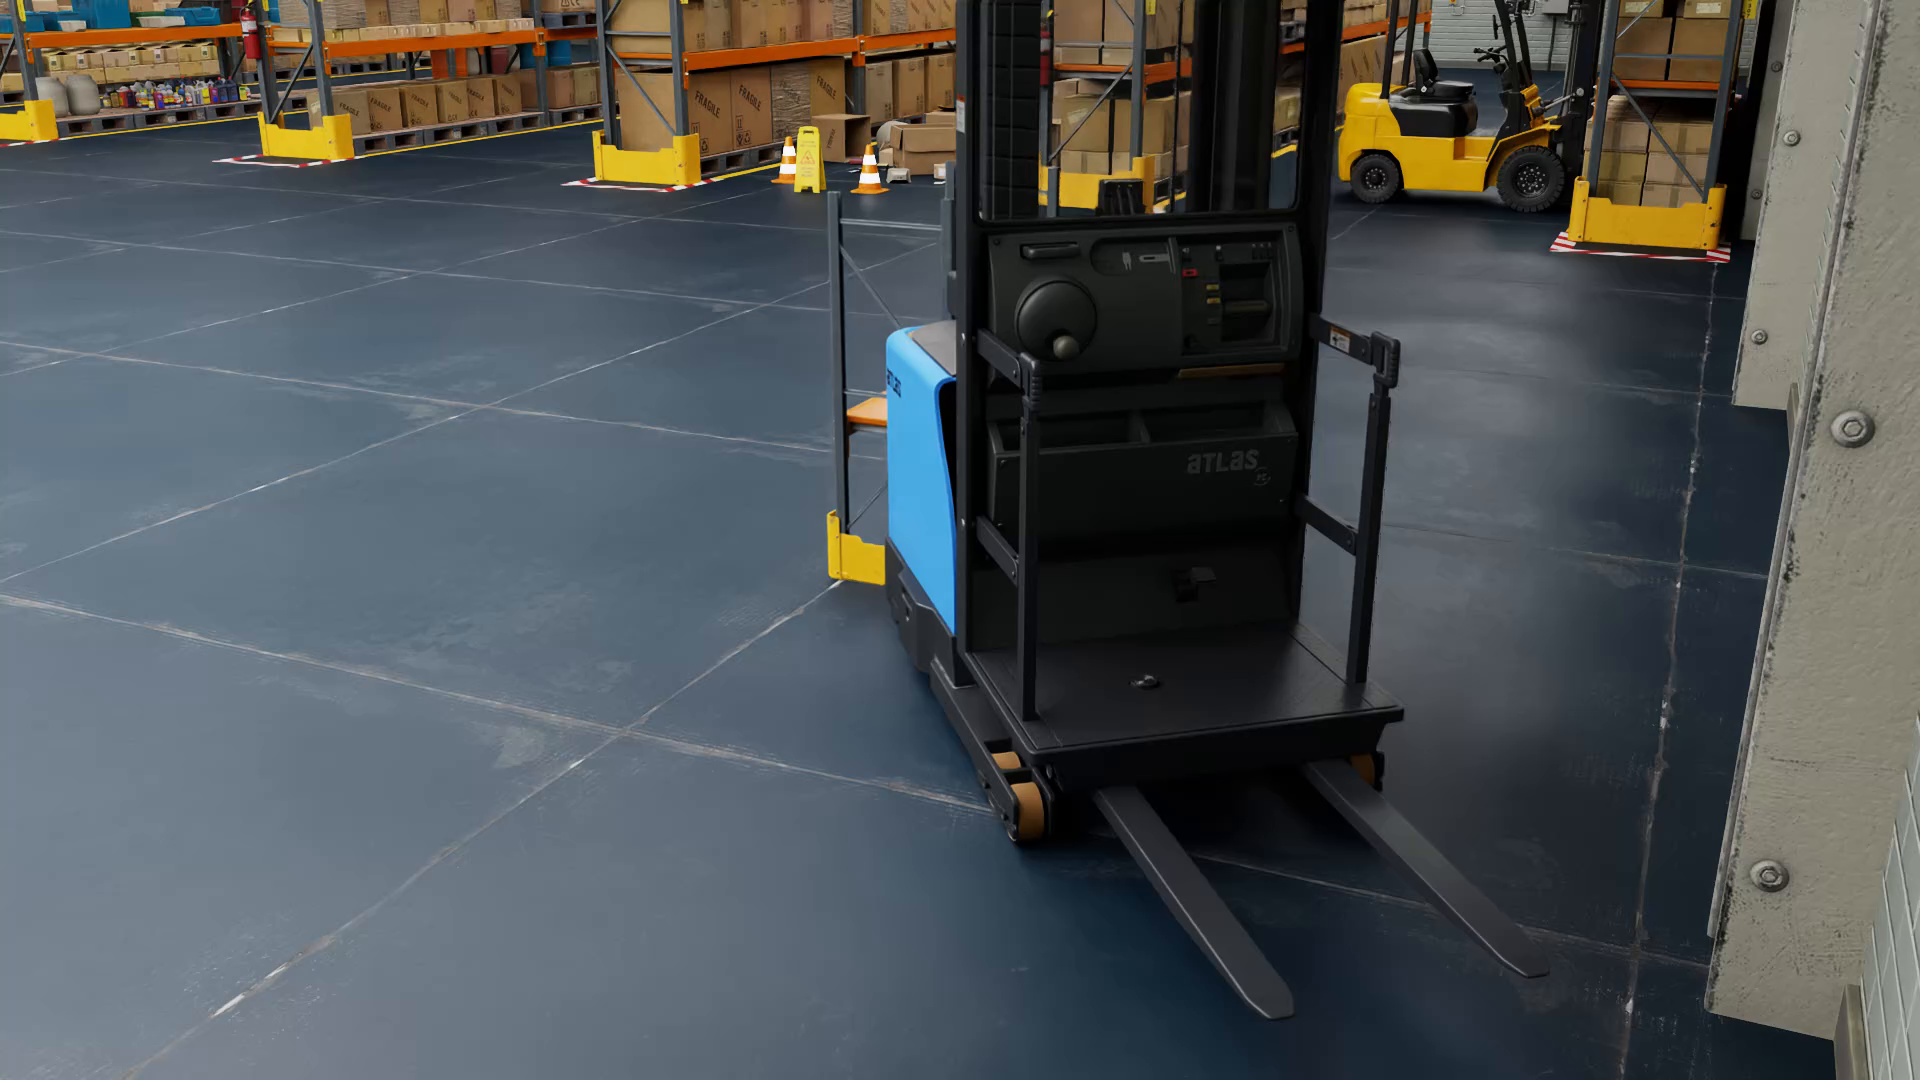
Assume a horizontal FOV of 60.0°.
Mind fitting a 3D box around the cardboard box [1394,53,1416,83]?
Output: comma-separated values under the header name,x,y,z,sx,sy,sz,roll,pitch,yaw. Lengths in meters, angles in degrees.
name,x,y,z,sx,sy,sz,roll,pitch,yaw
cardboard box,7.241,-7.999,28.181,0.875,0.438,0.875,9,22,24

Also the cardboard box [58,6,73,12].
name,x,y,z,sx,sy,sz,roll,pitch,yaw
cardboard box,-14.655,-8.681,27.277,0.380,0.149,0.250,9,21,23

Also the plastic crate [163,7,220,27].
name,x,y,z,sx,sy,sz,roll,pitch,yaw
plastic crate,-10.892,-7.430,23.606,0.499,0.251,0.616,9,21,23

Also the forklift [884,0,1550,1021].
name,x,y,z,sx,sy,sz,roll,pitch,yaw
forklift,0.590,-0.686,4.524,1.130,2.935,3.031,-5,20,-14

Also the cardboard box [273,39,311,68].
name,x,y,z,sx,sy,sz,roll,pitch,yaw
cardboard box,-12.700,-9.222,31.497,0.500,0.500,0.500,8,21,22

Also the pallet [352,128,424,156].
name,x,y,z,sx,sy,sz,roll,pitch,yaw
pallet,-7.410,-4.926,20.505,1.003,0.211,1.213,9,21,23

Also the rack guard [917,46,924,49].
name,x,y,z,sx,sy,sz,roll,pitch,yaw
rack guard,-1.244,-9.694,33.481,1.175,0.500,0.348,9,21,23

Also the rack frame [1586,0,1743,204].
name,x,y,z,sx,sy,sz,roll,pitch,yaw
rack frame,5.765,-3.933,13.553,1.000,3.000,0.127,9,21,23

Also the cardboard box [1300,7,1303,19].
name,x,y,z,sx,sy,sz,roll,pitch,yaw
cardboard box,4.029,-6.521,20.578,0.380,0.149,0.250,8,21,21

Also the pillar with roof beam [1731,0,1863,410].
name,x,y,z,sx,sy,sz,roll,pitch,yaw
pillar with roof beam,0.488,-5.606,9.302,9.100,9.000,0.400,9,21,23

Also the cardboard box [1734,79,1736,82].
name,x,y,z,sx,sy,sz,roll,pitch,yaw
cardboard box,9.897,-6.056,21.658,0.380,0.149,0.250,8,21,20

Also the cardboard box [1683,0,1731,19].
name,x,y,z,sx,sy,sz,roll,pitch,yaw
cardboard box,6.141,-4.354,13.619,0.380,0.149,0.250,8,21,21

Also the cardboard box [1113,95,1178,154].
name,x,y,z,sx,sy,sz,roll,pitch,yaw
cardboard box,1.827,-4.085,16.337,0.500,0.500,0.500,8,21,21

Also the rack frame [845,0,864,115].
name,x,y,z,sx,sy,sz,roll,pitch,yaw
rack frame,-1.684,-6.485,20.726,1.000,3.000,0.127,9,21,23

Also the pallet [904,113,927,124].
name,x,y,z,sx,sy,sz,roll,pitch,yaw
pallet,-0.939,-5.791,22.938,1.003,0.211,1.213,9,21,23

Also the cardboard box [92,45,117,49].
name,x,y,z,sx,sy,sz,roll,pitch,yaw
cardboard box,-14.677,-8.351,28.615,0.500,0.311,0.500,8,21,22

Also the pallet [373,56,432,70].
name,x,y,z,sx,sy,sz,roll,pitch,yaw
pallet,-11.646,-9.898,34.486,1.003,0.211,1.213,9,21,23

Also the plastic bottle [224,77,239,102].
name,x,y,z,sx,sy,sz,roll,pitch,yaw
plastic bottle,-10.687,-6.598,24.343,0.144,0.351,0.185,8,21,21

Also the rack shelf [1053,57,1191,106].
name,x,y,z,sx,sy,sz,roll,pitch,yaw
rack shelf,2.054,-4.886,17.304,1.077,0.370,4.000,9,21,23

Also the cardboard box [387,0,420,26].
name,x,y,z,sx,sy,sz,roll,pitch,yaw
cardboard box,-7.216,-6.641,20.573,0.875,0.500,0.500,9,21,23

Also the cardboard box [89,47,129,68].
name,x,y,z,sx,sy,sz,roll,pitch,yaw
cardboard box,-14.387,-8.126,27.981,0.500,0.311,0.500,8,21,21

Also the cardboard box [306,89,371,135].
name,x,y,z,sx,sy,sz,roll,pitch,yaw
cardboard box,-7.535,-5.182,20.167,0.500,0.500,0.500,13,23,33

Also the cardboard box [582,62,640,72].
name,x,y,z,sx,sy,sz,roll,pitch,yaw
cardboard box,-5.227,-6.895,24.954,0.700,0.500,0.500,11,22,27

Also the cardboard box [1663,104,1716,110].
name,x,y,z,sx,sy,sz,roll,pitch,yaw
cardboard box,6.767,-3.888,15.410,0.500,0.250,0.500,8,21,22

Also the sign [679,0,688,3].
name,x,y,z,sx,sy,sz,roll,pitch,yaw
sign,-2.818,-5.629,16.910,0.100,0.325,0.005,9,21,23

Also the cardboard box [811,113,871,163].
name,x,y,z,sx,sy,sz,roll,pitch,yaw
cardboard box,-1.384,-4.693,19.414,0.500,0.500,0.500,13,23,32

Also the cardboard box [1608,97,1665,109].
name,x,y,z,sx,sy,sz,roll,pitch,yaw
cardboard box,6.507,-4.116,16.051,0.500,0.250,0.500,9,22,25

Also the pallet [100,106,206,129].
name,x,y,z,sx,sy,sz,roll,pitch,yaw
pallet,-11.498,-5.988,23.491,1.003,0.211,1.213,9,21,23

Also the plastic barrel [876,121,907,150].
name,x,y,z,sx,sy,sz,roll,pitch,yaw
plastic barrel,-0.749,-4.713,19.591,0.421,0.421,0.512,-9,22,-24

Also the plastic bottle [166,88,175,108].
name,x,y,z,sx,sy,sz,roll,pitch,yaw
plastic bottle,-11.116,-6.221,23.401,0.097,0.271,0.097,0,20,0

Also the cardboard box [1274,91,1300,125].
name,x,y,z,sx,sy,sz,roll,pitch,yaw
cardboard box,3.976,-5.621,21.592,0.950,0.372,0.625,8,21,22

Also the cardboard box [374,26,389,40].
name,x,y,z,sx,sy,sz,roll,pitch,yaw
cardboard box,-7.152,-6.137,20.123,0.380,0.149,0.250,9,21,23

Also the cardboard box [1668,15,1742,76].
name,x,y,z,sx,sy,sz,roll,pitch,yaw
cardboard box,6.414,-4.256,14.311,0.500,0.500,0.500,9,22,24

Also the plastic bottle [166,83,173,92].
name,x,y,z,sx,sy,sz,roll,pitch,yaw
plastic bottle,-11.499,-6.500,24.184,0.097,0.271,0.097,0,20,0

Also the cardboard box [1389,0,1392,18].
name,x,y,z,sx,sy,sz,roll,pitch,yaw
cardboard box,6.580,-8.436,26.065,0.500,0.500,0.500,9,22,24

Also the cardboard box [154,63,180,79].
name,x,y,z,sx,sy,sz,roll,pitch,yaw
cardboard box,-13.975,-8.176,28.958,0.500,0.250,0.500,9,22,24

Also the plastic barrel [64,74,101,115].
name,x,y,z,sx,sy,sz,roll,pitch,yaw
plastic barrel,-11.919,-6.043,22.572,0.421,0.512,0.421,0,20,0

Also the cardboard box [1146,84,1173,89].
name,x,y,z,sx,sy,sz,roll,pitch,yaw
cardboard box,1.963,-4.625,17.855,0.500,0.500,0.500,10,22,26

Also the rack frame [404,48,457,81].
name,x,y,z,sx,sy,sz,roll,pitch,yaw
rack frame,-9.049,-9.098,28.076,1.000,3.000,0.127,9,21,23

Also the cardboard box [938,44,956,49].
name,x,y,z,sx,sy,sz,roll,pitch,yaw
cardboard box,-0.005,-7.326,25.076,0.500,0.250,0.500,8,21,21

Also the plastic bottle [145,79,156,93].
name,x,y,z,sx,sy,sz,roll,pitch,yaw
plastic bottle,-11.647,-6.457,23.946,0.144,0.351,0.185,8,21,22

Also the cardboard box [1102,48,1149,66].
name,x,y,z,sx,sy,sz,roll,pitch,yaw
cardboard box,1.563,-4.571,15.719,0.380,0.149,0.250,9,21,23

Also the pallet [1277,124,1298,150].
name,x,y,z,sx,sy,sz,roll,pitch,yaw
pallet,3.689,-5.135,21.092,1.003,0.211,1.213,9,21,23

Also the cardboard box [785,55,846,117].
name,x,y,z,sx,sy,sz,roll,pitch,yaw
cardboard box,-2.006,-5.499,20.498,0.875,0.875,0.875,9,21,24

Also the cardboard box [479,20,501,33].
name,x,y,z,sx,sy,sz,roll,pitch,yaw
cardboard box,-6.257,-6.737,21.809,0.380,0.149,0.250,9,21,23

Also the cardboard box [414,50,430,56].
name,x,y,z,sx,sy,sz,roll,pitch,yaw
cardboard box,-11.214,-10.239,34.854,0.380,0.166,0.250,9,21,23

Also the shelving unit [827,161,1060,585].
name,x,y,z,sx,sy,sz,roll,pitch,yaw
shelving unit,-0.035,-0.690,6.671,0.587,1.500,1.083,9,21,23

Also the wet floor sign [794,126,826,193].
name,x,y,z,sx,sy,sz,roll,pitch,yaw
wet floor sign,-1.528,-3.872,16.893,0.267,0.644,0.232,5,20,13

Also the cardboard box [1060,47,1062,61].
name,x,y,z,sx,sy,sz,roll,pitch,yaw
cardboard box,1.196,-4.731,16.171,0.380,0.149,0.250,8,21,22

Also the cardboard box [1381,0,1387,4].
name,x,y,z,sx,sy,sz,roll,pitch,yaw
cardboard box,6.190,-8.279,25.248,0.500,0.250,0.500,9,21,23
